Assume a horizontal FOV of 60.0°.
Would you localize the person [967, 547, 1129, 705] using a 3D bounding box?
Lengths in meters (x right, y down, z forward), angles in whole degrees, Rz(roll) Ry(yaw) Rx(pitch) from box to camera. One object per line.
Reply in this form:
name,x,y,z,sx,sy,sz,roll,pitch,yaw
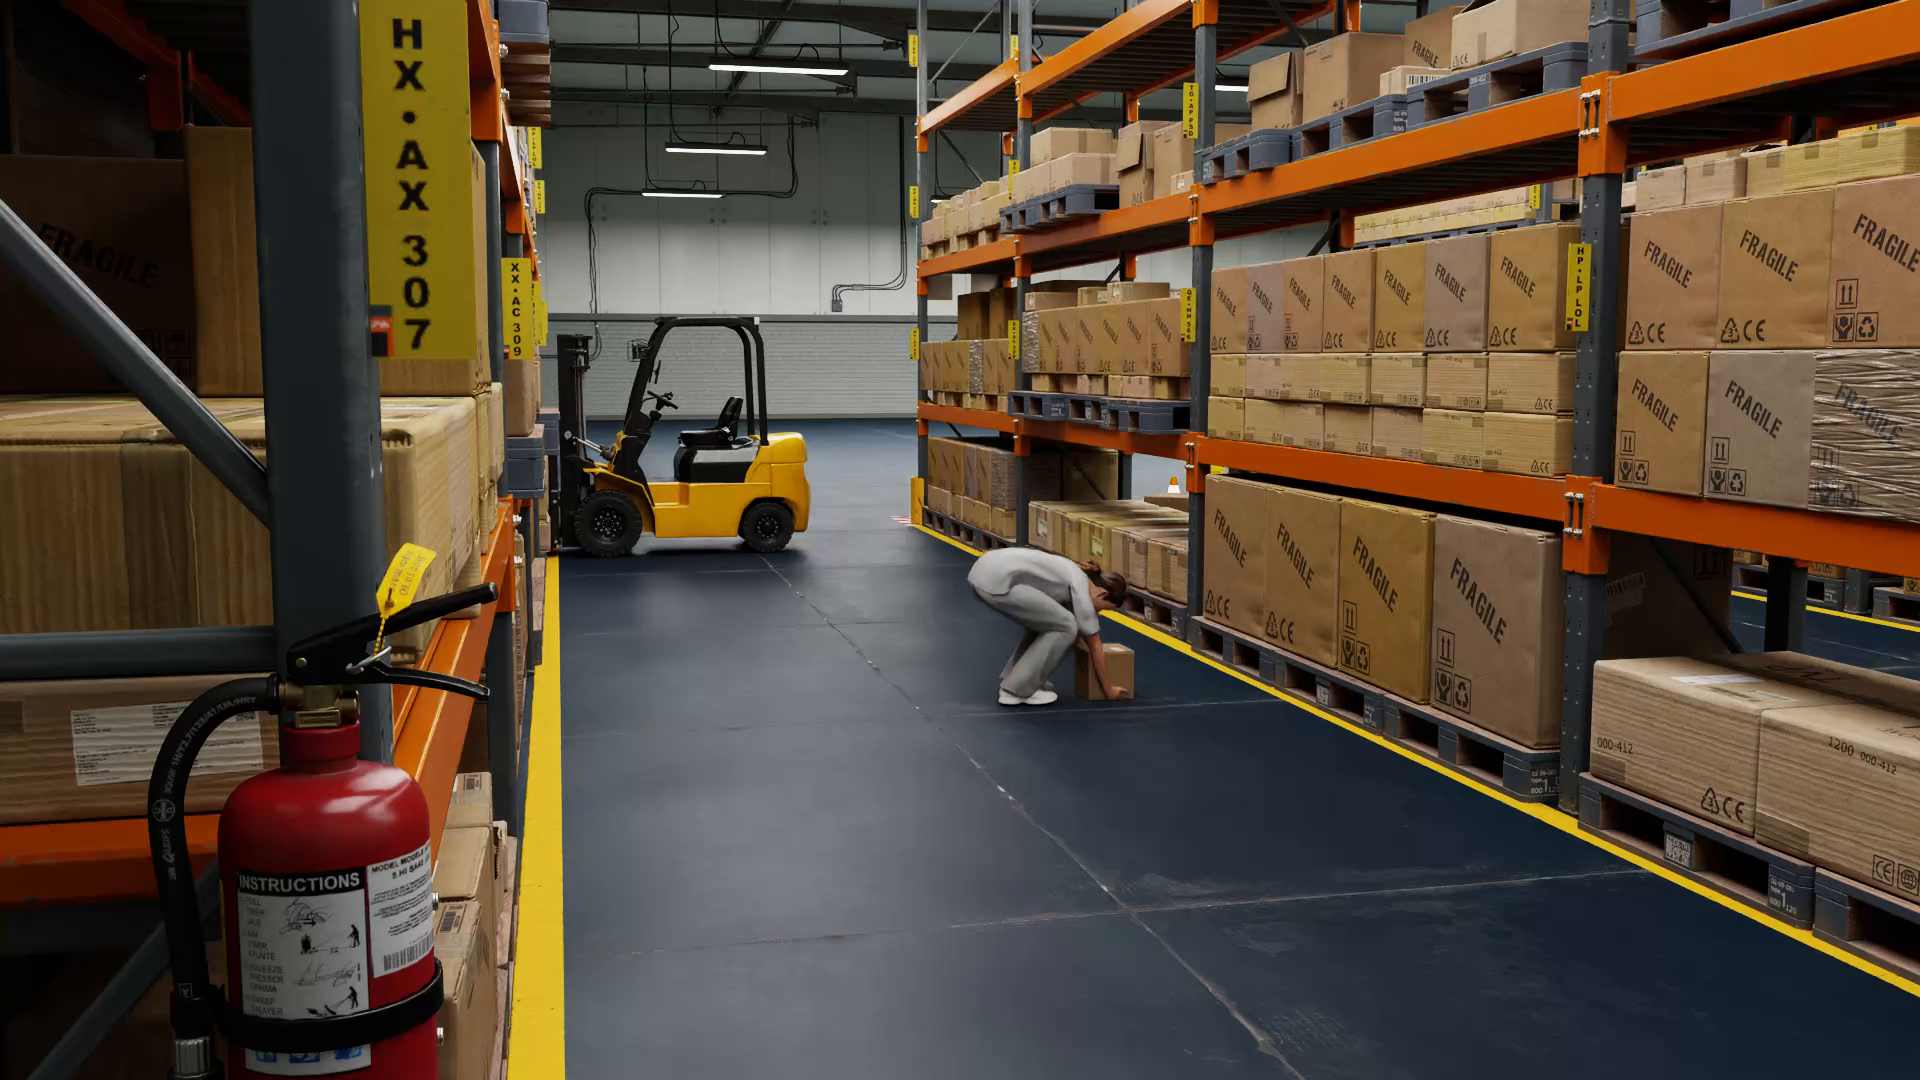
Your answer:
person,0.468,0.476,8.691,0.861,0.755,0.464,-2,6,-16
